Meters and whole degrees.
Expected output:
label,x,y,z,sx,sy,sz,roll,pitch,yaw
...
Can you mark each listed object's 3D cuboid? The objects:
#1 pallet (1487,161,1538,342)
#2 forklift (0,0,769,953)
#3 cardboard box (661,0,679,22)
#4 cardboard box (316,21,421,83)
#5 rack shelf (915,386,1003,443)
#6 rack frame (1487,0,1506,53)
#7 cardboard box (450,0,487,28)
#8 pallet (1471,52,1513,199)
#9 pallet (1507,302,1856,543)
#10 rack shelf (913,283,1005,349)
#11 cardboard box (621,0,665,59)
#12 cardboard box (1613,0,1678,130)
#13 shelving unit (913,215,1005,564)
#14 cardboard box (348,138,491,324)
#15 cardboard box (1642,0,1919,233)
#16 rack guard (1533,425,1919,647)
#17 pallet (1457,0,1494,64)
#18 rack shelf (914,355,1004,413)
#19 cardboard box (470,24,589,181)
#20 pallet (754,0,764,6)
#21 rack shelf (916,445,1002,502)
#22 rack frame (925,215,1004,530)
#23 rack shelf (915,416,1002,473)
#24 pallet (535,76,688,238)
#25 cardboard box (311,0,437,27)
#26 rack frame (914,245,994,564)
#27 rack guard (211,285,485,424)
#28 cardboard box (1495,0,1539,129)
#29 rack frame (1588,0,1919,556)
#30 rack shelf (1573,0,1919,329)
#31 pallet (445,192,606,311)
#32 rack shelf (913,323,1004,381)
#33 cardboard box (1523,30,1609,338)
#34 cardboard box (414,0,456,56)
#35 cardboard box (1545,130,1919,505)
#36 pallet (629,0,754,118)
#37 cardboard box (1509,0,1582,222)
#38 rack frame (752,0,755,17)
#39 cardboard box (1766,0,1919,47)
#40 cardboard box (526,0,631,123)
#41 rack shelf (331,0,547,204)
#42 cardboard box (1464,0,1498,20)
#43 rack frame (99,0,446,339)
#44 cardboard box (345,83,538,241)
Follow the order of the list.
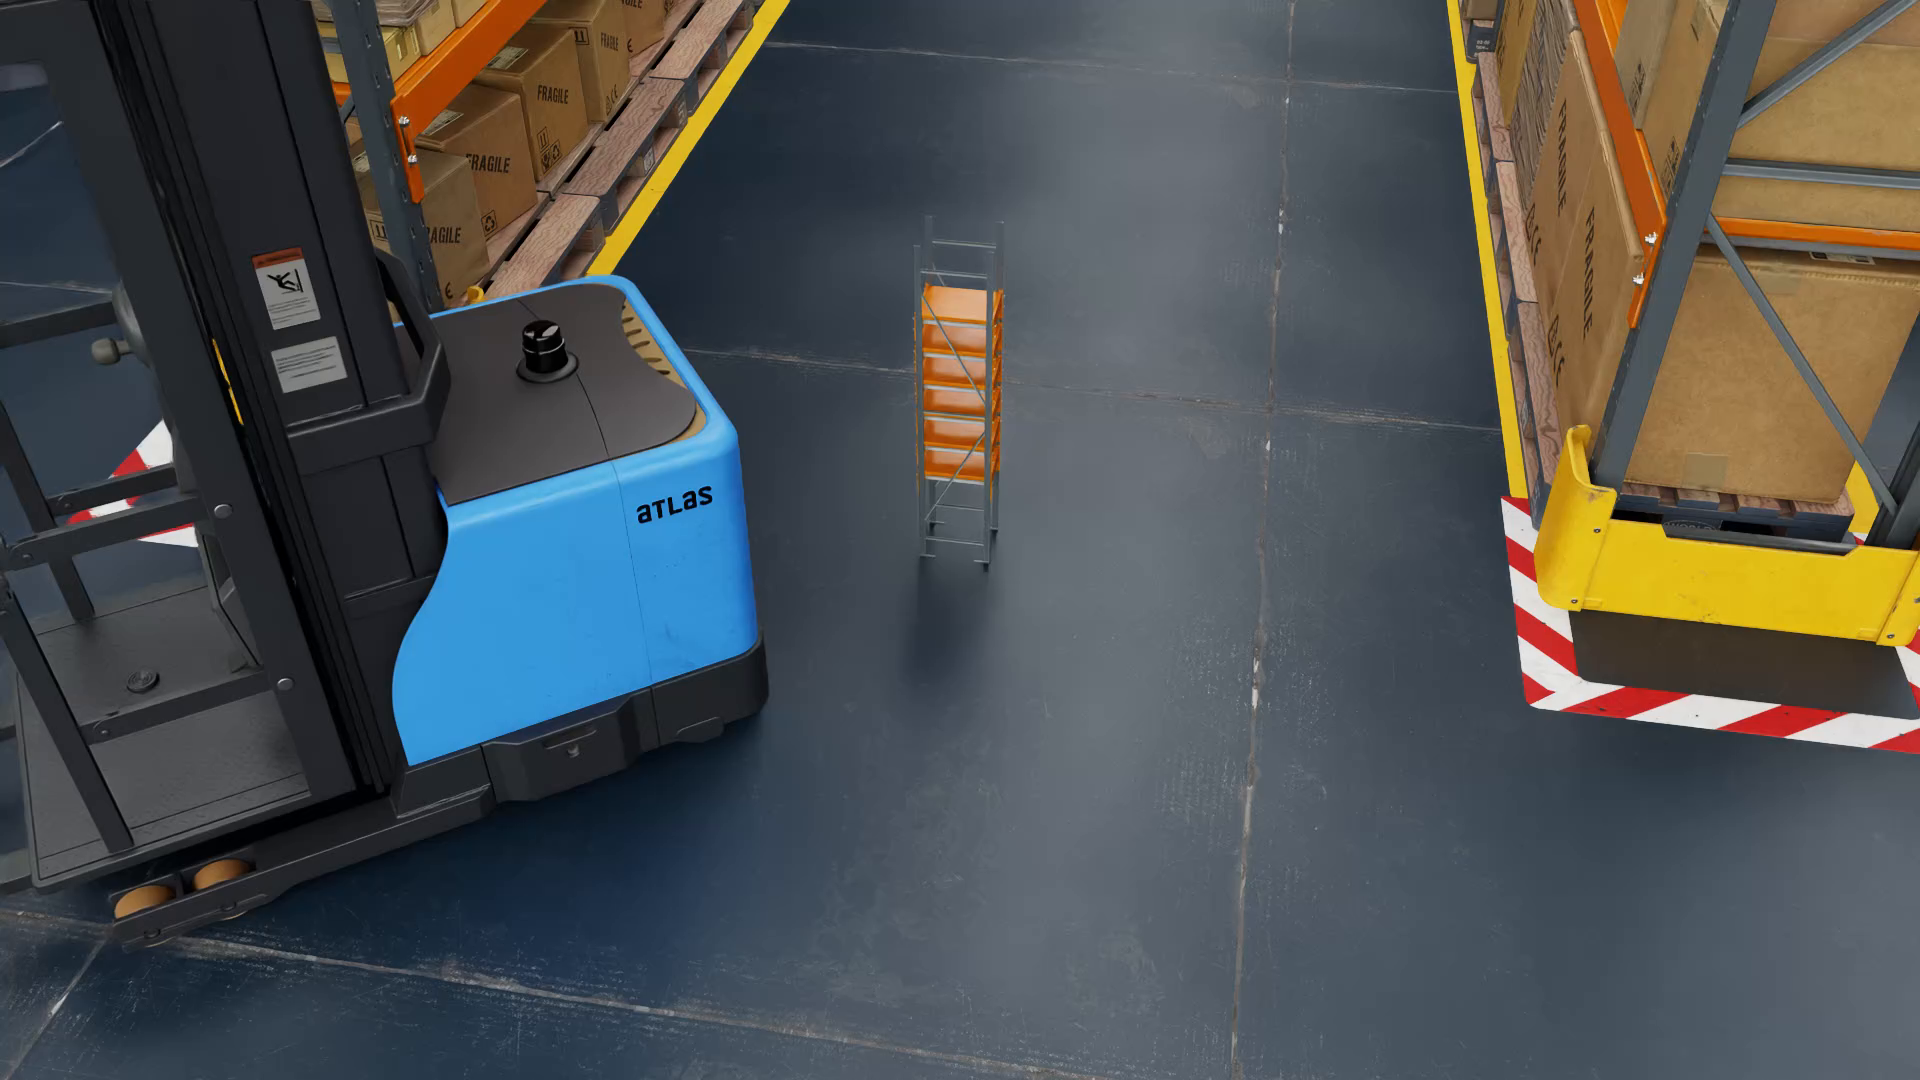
label,x,y,z,sx,sy,sz,roll,pitch,yaw
pallet,2.801,-1.194,7.029,1.003,0.211,1.213,6,40,8
forklift,-2.132,-0.432,3.972,3.031,2.935,1.130,-18,43,-21
cardboard box,-1.758,-3.067,8.738,0.500,0.500,0.500,5,40,6
cardboard box,-2.058,-1.661,5.602,0.380,0.149,0.250,6,40,8
rack shelf,-0.002,-0.419,5.385,0.258,0.103,0.180,6,40,8
rack frame,3.218,-3.505,7.636,1.000,3.000,0.127,6,40,8
cardboard box,-1.937,-1.971,5.977,0.380,0.149,0.250,6,40,8
pallet,3.009,-1.962,7.957,1.003,0.211,1.213,6,40,8
pallet,2.587,-0.431,6.105,1.003,0.211,1.213,6,40,8
rack shelf,-0.002,-0.697,5.156,0.258,0.103,0.180,6,40,8
cardboard box,-1.850,-2.707,8.302,0.500,0.500,0.500,19,43,21
cardboard box,2.619,-1.638,5.260,0.875,0.550,0.550,6,40,8
shelving unit,-0.002,-0.453,5.357,0.258,1.200,0.189,6,40,8
cardboard box,-2.217,-1.194,6.472,0.500,0.500,0.500,14,41,16
cardboard box,2.545,-1.291,4.839,0.875,0.550,0.550,6,40,8
rack guard,2.522,-0.016,5.378,1.175,0.500,0.348,6,40,8
pallet,3.277,-2.923,9.120,1.003,0.211,1.213,6,40,8
rack shelf,-0.002,-0.512,5.309,0.258,0.103,0.180,6,40,8
cardboard box,-2.021,-1.964,7.403,0.500,0.500,0.500,10,41,12
pallet,-1.516,-3.530,9.854,1.003,0.211,1.213,6,40,8
rack shelf,-0.003,-0.234,5.538,0.258,0.103,0.180,6,40,8
rack frame,0.013,-0.511,5.426,0.240,1.200,0.006,6,40,8
rack shelf,-0.003,-0.327,5.461,0.258,0.103,0.180,6,40,8
pallet,-1.940,-1.848,7.819,1.003,0.211,1.213,6,40,8
cardboard box,-2.220,-2.101,5.625,0.875,0.500,0.500,6,40,8
rack frame,-0.018,-0.396,5.287,0.240,1.200,0.006,6,40,8
rack guard,-2.329,-0.690,6.192,1.175,0.500,0.348,6,40,8
cardboard box,3.040,-2.461,7.711,0.875,0.875,0.875,7,40,8
rack frame,2.526,-0.995,4.599,1.000,3.000,0.127,6,40,8
rack shelf,2.872,-1.973,6.347,1.077,0.370,4.000,6,40,8
pallet,-2.153,-1.084,6.896,1.003,0.211,1.213,6,40,8
rack shelf,-0.002,-0.604,5.232,0.258,0.103,0.180,6,40,8
cardboard box,2.728,-1.323,6.334,0.875,0.875,0.875,6,40,7
cardboard box,-1.995,-1.816,5.789,0.380,0.149,0.250,6,40,8
cardboard box,2.578,-0.771,5.666,0.875,0.875,0.875,7,40,8
pallet,-1.731,-2.616,8.748,1.003,0.211,1.213,6,40,8
cardboard box,2.888,-1.895,7.026,0.875,0.875,0.875,7,40,8
rack frame,-1.650,-4.116,8.374,1.000,3.000,0.127,6,40,8
cardboard box,2.628,-1.698,4.484,0.875,0.550,0.550,6,40,8
cardboard box,-1.880,-2.309,7.821,0.500,0.500,0.500,3,40,4
rack shelf,-1.996,-2.583,7.085,1.077,0.370,4.000,6,40,8
cardboard box,3.237,-3.200,8.702,1.050,0.750,0.750,6,40,7
rack frame,-2.342,-1.605,5.338,1.000,3.000,0.127,6,40,8
cardboard box,-2.148,-1.573,6.930,0.500,0.500,0.500,17,42,19
